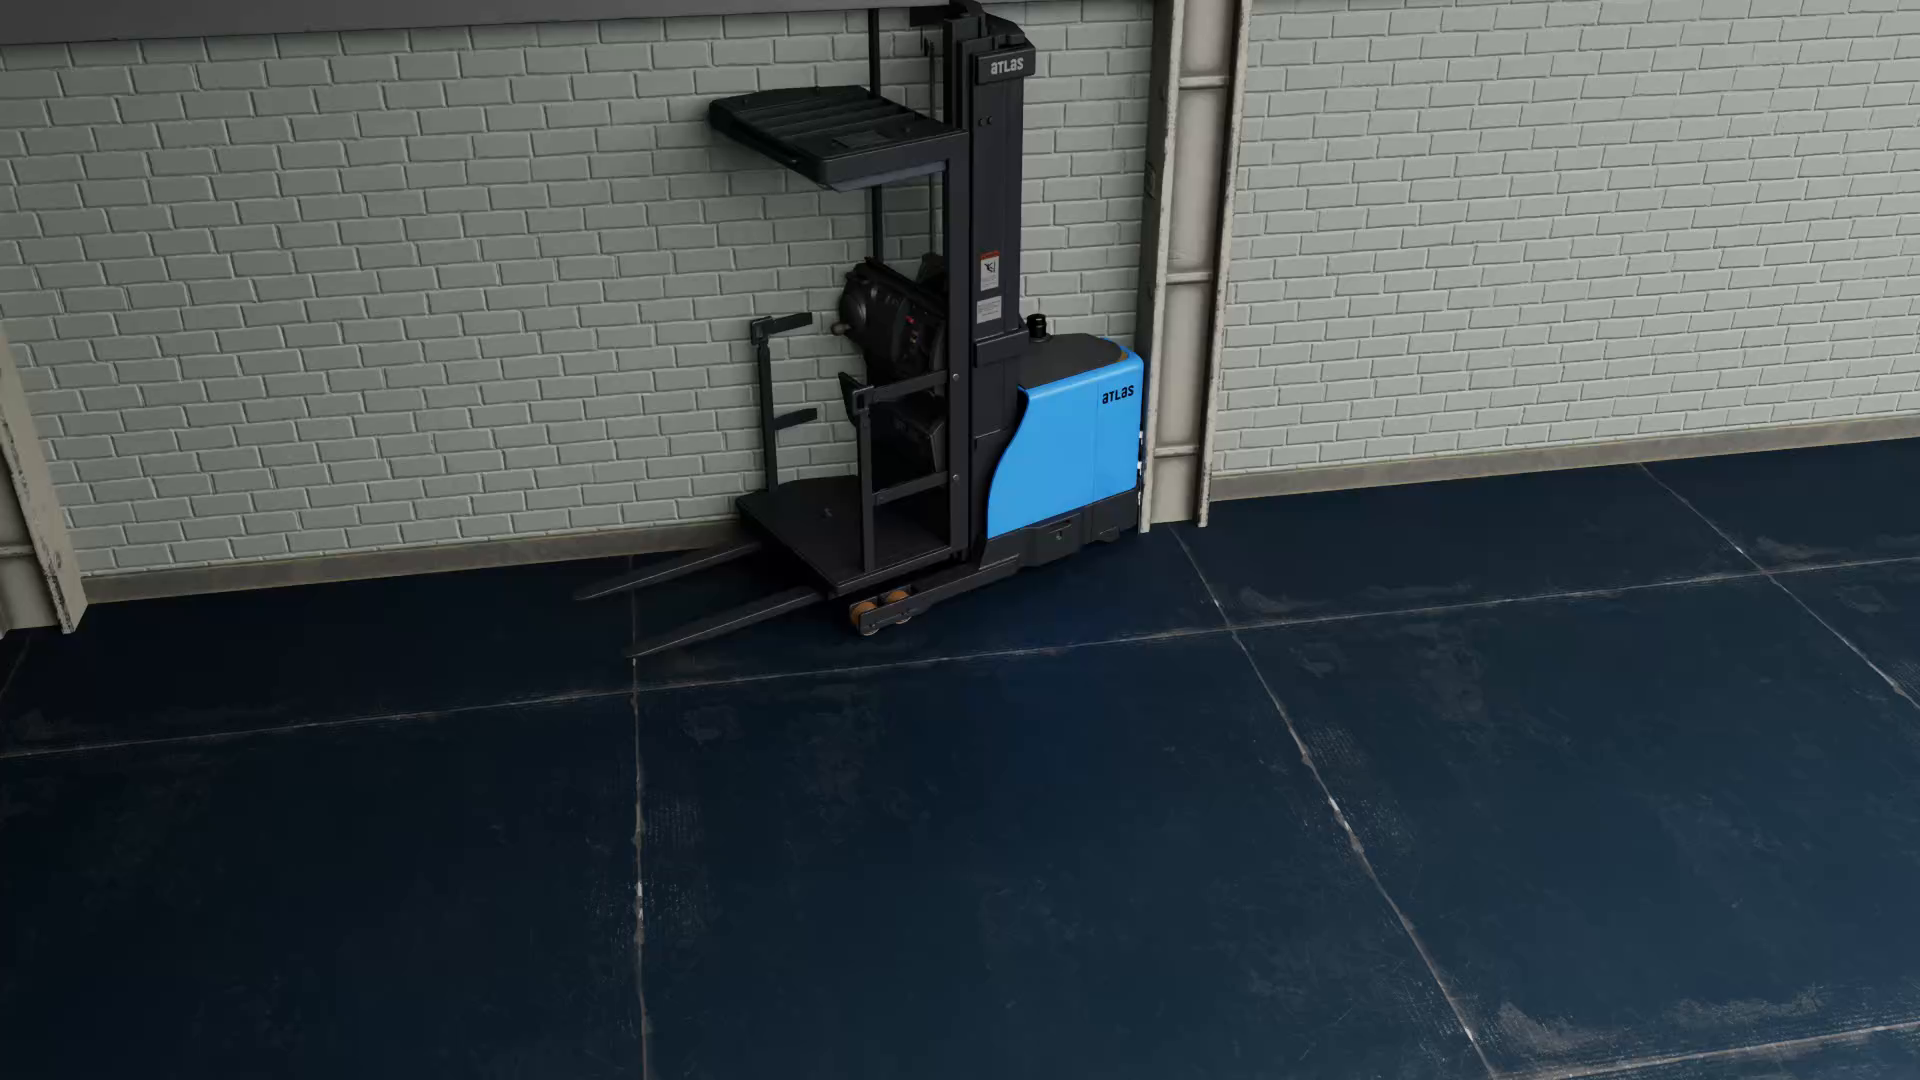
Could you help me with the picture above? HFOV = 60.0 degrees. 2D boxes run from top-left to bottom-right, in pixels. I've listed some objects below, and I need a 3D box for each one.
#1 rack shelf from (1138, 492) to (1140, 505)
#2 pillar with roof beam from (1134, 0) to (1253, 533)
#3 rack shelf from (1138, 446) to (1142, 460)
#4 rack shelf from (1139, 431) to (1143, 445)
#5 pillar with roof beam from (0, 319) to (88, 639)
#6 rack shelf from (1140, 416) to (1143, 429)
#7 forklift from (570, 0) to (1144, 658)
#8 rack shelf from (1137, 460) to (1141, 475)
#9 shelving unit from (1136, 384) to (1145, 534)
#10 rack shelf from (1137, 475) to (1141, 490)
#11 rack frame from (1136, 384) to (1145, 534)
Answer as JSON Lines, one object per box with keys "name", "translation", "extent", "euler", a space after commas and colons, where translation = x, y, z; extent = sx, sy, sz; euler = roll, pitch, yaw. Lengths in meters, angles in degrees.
{"name": "rack shelf", "translation": [0.875, -0.272, 9.305], "extent": [0.200, 0.077, 0.258], "euler": [-5, 25, -10]}
{"name": "pillar with roof beam", "translation": [1.949, -1.869, 3.550], "extent": [0.400, 9.000, 9.100], "euler": [-5, 31, -9]}
{"name": "rack shelf", "translation": [0.873, -0.517, 9.191], "extent": [0.200, 0.077, 0.258], "euler": [-5, 25, -10]}
{"name": "rack shelf", "translation": [0.872, -0.598, 9.153], "extent": [0.200, 0.077, 0.258], "euler": [-5, 25, -10]}
{"name": "pillar with roof beam", "translation": [-3.953, -1.321, 2.619], "extent": [0.400, 9.000, 9.100], "euler": [-5, 31, -9]}
{"name": "rack shelf", "translation": [0.871, -0.680, 9.115], "extent": [0.200, 0.077, 0.258], "euler": [-5, 25, -10]}
{"name": "forklift", "translation": [-0.517, -1.086, 8.205], "extent": [3.031, 2.935, 1.130], "euler": [-19, 35, -29]}
{"name": "rack shelf", "translation": [0.874, -0.435, 9.229], "extent": [0.200, 0.077, 0.258], "euler": [-5, 25, -10]}
{"name": "shelving unit", "translation": [0.874, -0.465, 9.215], "extent": [0.210, 0.900, 0.258], "euler": [-5, 25, -10]}
{"name": "rack shelf", "translation": [0.875, -0.354, 9.267], "extent": [0.200, 0.077, 0.258], "euler": [-5, 25, -10]}
{"name": "rack frame", "translation": [0.973, -0.474, 9.232], "extent": [0.006, 0.900, 0.240], "euler": [-5, 25, -10]}
